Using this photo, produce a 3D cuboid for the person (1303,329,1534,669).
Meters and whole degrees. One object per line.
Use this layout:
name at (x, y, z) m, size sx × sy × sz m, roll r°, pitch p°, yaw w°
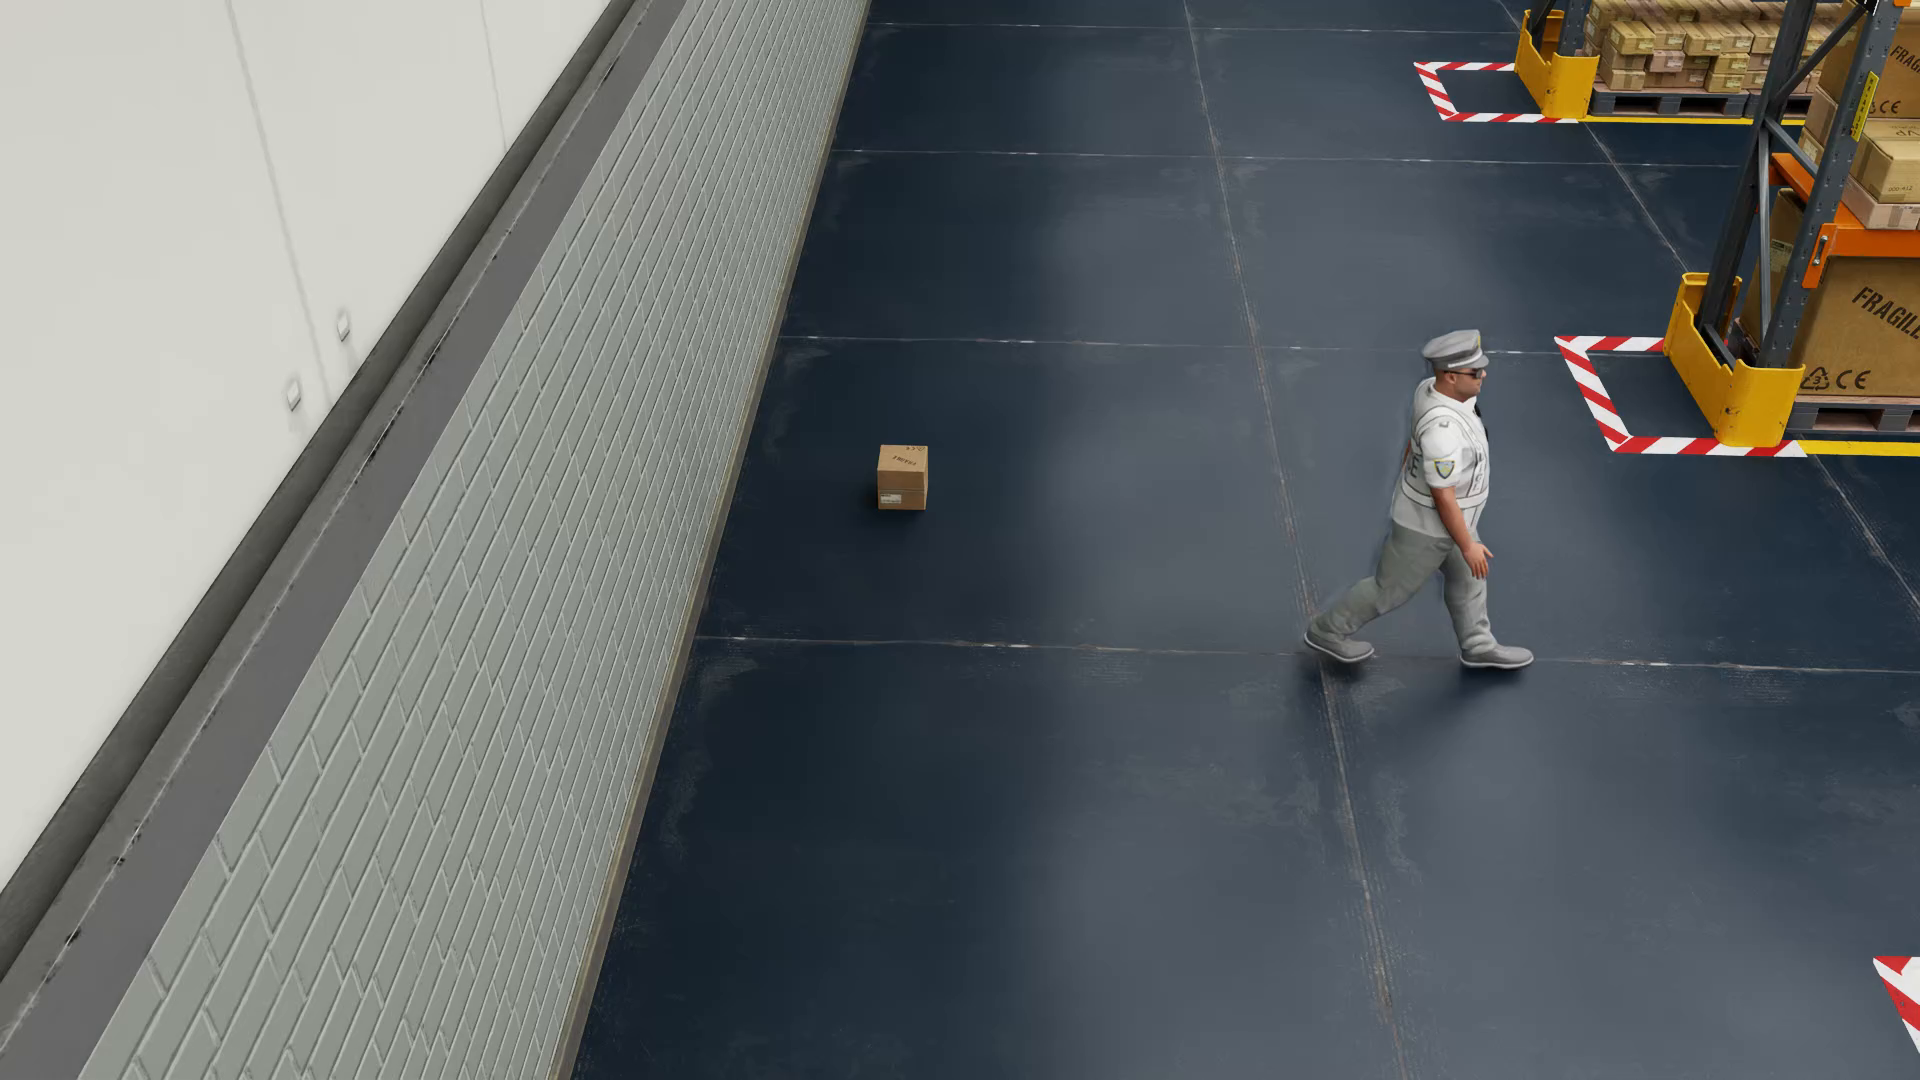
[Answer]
person at (2.123, -0.121, 7.257) m, size 1.040 × 1.722 × 0.564 m, roll 10°, pitch 37°, yaw 14°
